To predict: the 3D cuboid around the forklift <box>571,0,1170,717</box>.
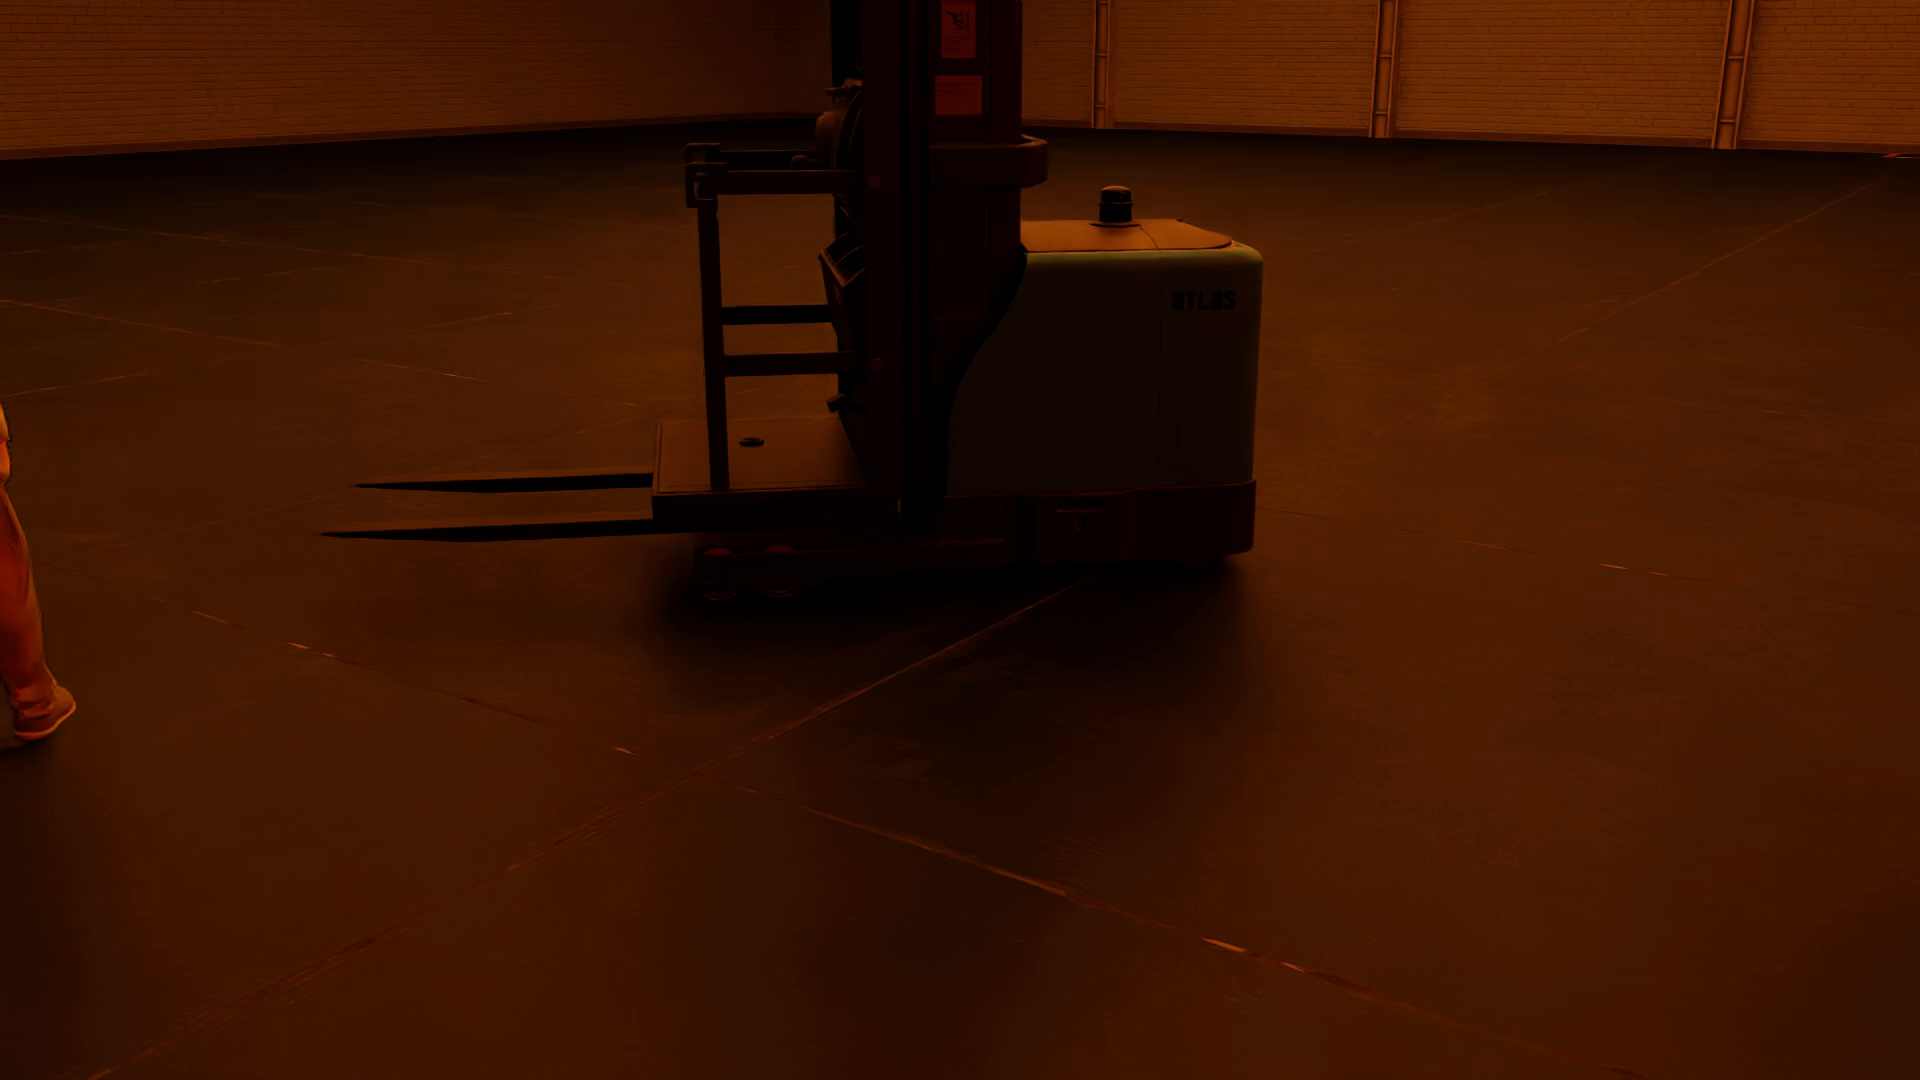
[{"bbox_3d":[-0.148,-1.230,4.945,1.130,2.935,3.031,5,17,18],"label":"forklift"}]
